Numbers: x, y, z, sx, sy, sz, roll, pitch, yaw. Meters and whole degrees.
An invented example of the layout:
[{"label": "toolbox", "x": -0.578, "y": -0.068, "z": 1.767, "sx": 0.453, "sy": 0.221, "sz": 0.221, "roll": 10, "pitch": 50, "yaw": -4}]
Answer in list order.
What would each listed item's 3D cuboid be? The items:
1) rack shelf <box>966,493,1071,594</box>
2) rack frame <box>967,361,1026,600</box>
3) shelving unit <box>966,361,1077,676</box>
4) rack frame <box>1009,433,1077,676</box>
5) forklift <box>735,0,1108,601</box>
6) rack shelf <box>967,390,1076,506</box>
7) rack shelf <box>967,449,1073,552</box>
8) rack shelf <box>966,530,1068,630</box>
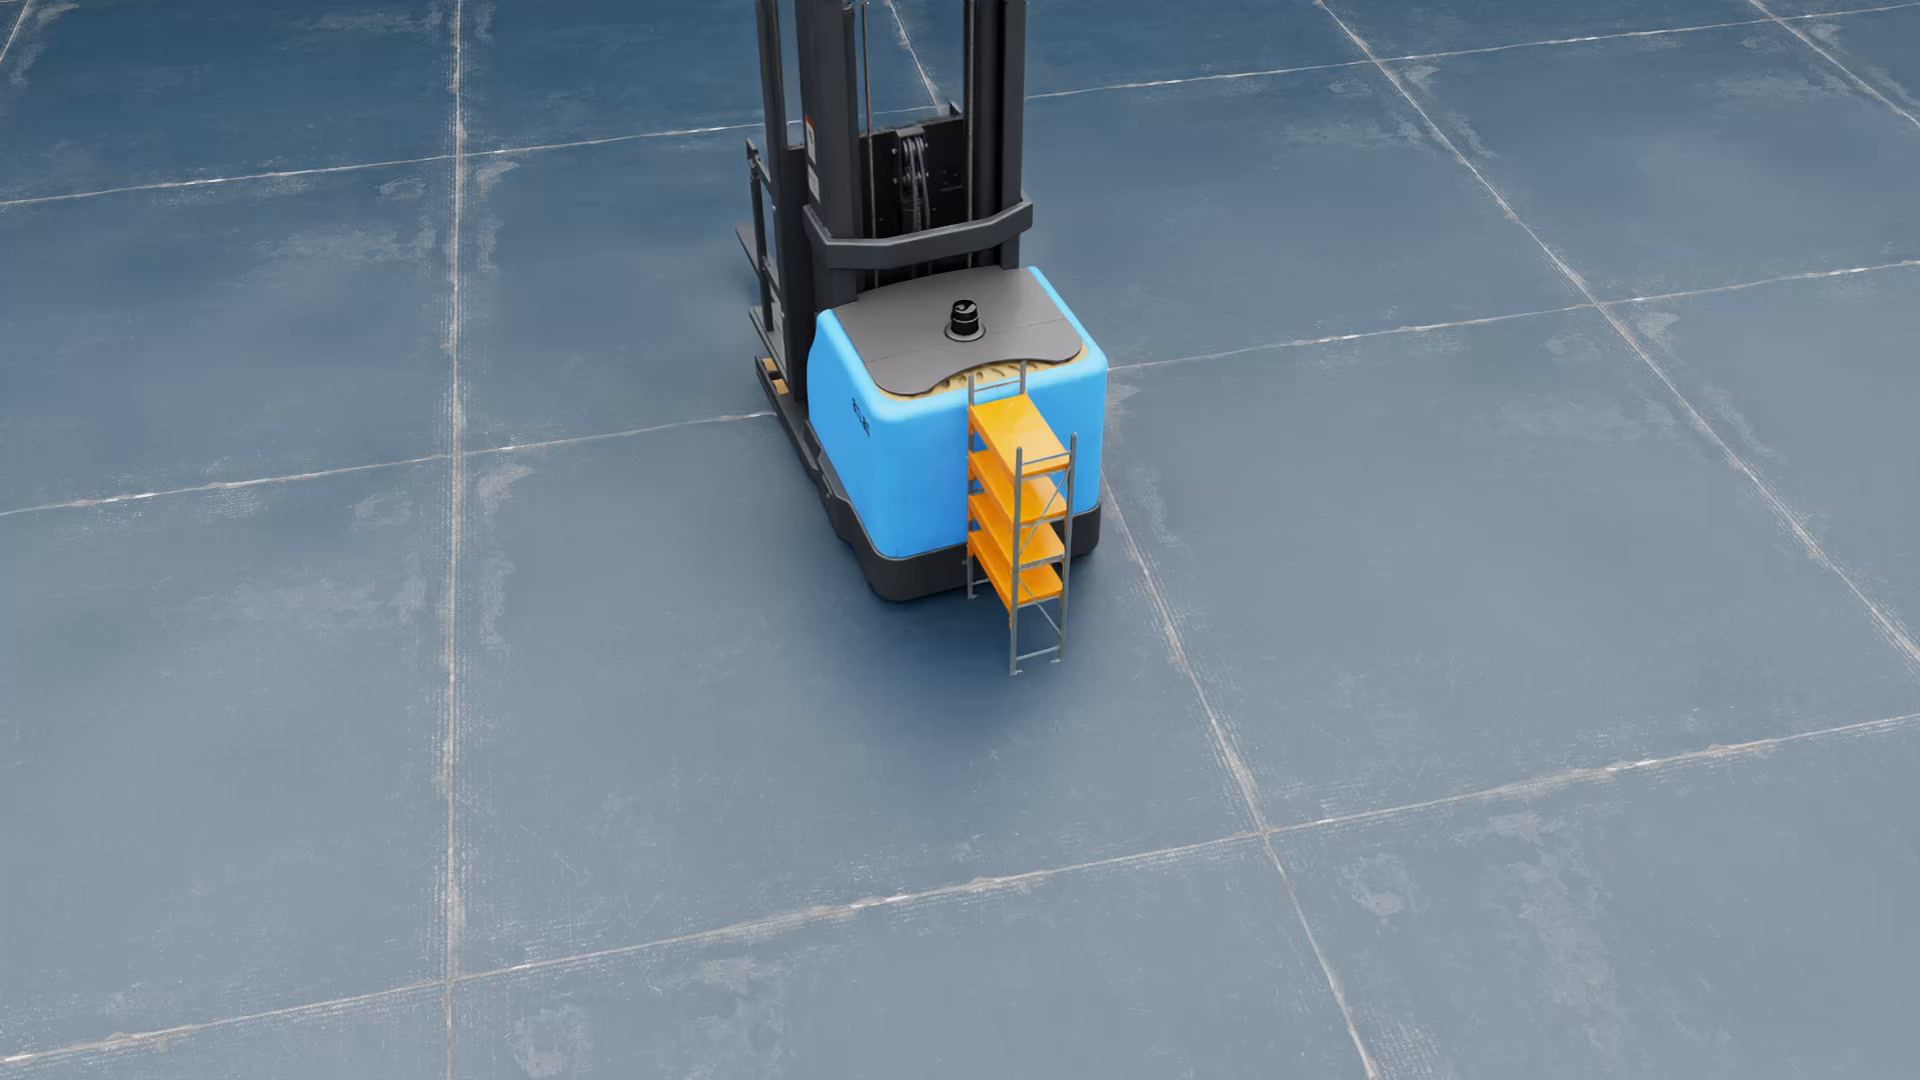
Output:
[{"label": "rack shelf", "x": 0.232, "y": -0.018, "z": 6.749, "sx": 0.258, "sy": 0.148, "sz": 0.480, "roll": -14, "pitch": 44, "yaw": -16}, {"label": "rack frame", "x": 0.145, "y": -0.219, "z": 6.875, "sx": 0.240, "sy": 1.200, "sz": 0.015, "roll": -14, "pitch": 44, "yaw": -16}, {"label": "shelving unit", "x": 0.232, "y": -0.068, "z": 6.705, "sx": 0.258, "sy": 1.200, "sz": 0.503, "roll": -14, "pitch": 44, "yaw": -16}, {"label": "rack frame", "x": 0.320, "y": 0.083, "z": 6.534, "sx": 0.240, "sy": 1.200, "sz": 0.015, "roll": -14, "pitch": 44, "yaw": -16}, {"label": "forklift", "x": -0.381, "y": -1.821, "z": 7.375, "sx": 1.130, "sy": 2.935, "sz": 3.031, "roll": -14, "pitch": 44, "yaw": -16}, {"label": "rack shelf", "x": 0.232, "y": -0.362, "z": 6.444, "sx": 0.258, "sy": 0.148, "sz": 0.480, "roll": -14, "pitch": 44, "yaw": -16}, {"label": "rack shelf", "x": 0.232, "y": -0.185, "z": 6.601, "sx": 0.258, "sy": 0.148, "sz": 0.480, "roll": -14, "pitch": 44, "yaw": -16}, {"label": "rack shelf", "x": 0.232, "y": 0.131, "z": 6.881, "sx": 0.258, "sy": 0.148, "sz": 0.480, "roll": -14, "pitch": 44, "yaw": -16}]
